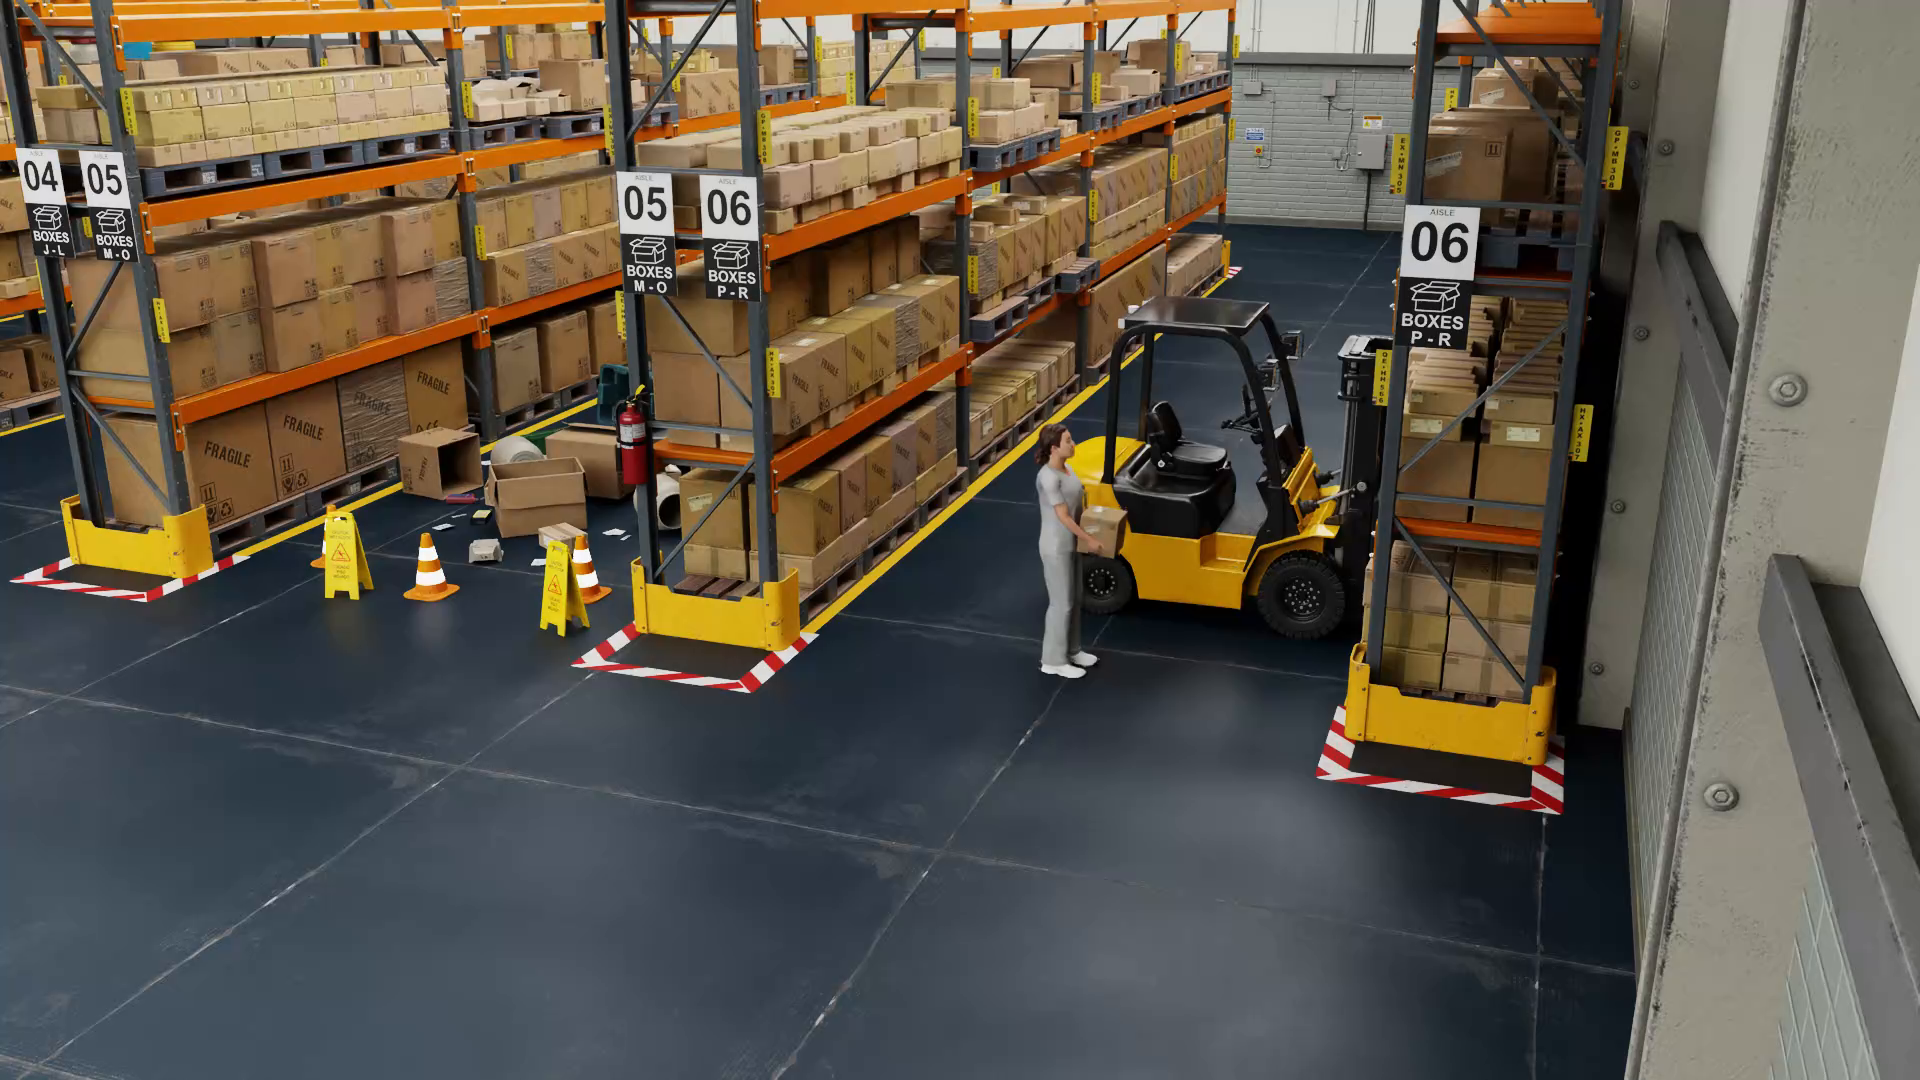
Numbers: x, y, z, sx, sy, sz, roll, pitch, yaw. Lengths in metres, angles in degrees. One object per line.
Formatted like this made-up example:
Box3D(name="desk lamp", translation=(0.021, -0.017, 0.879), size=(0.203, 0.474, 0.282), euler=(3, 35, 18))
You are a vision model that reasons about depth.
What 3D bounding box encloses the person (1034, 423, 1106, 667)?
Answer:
Box3D(name="person", translation=(0.730, 0.024, 10.886), size=(0.544, 1.600, 0.445), euler=(6, 20, 18))
